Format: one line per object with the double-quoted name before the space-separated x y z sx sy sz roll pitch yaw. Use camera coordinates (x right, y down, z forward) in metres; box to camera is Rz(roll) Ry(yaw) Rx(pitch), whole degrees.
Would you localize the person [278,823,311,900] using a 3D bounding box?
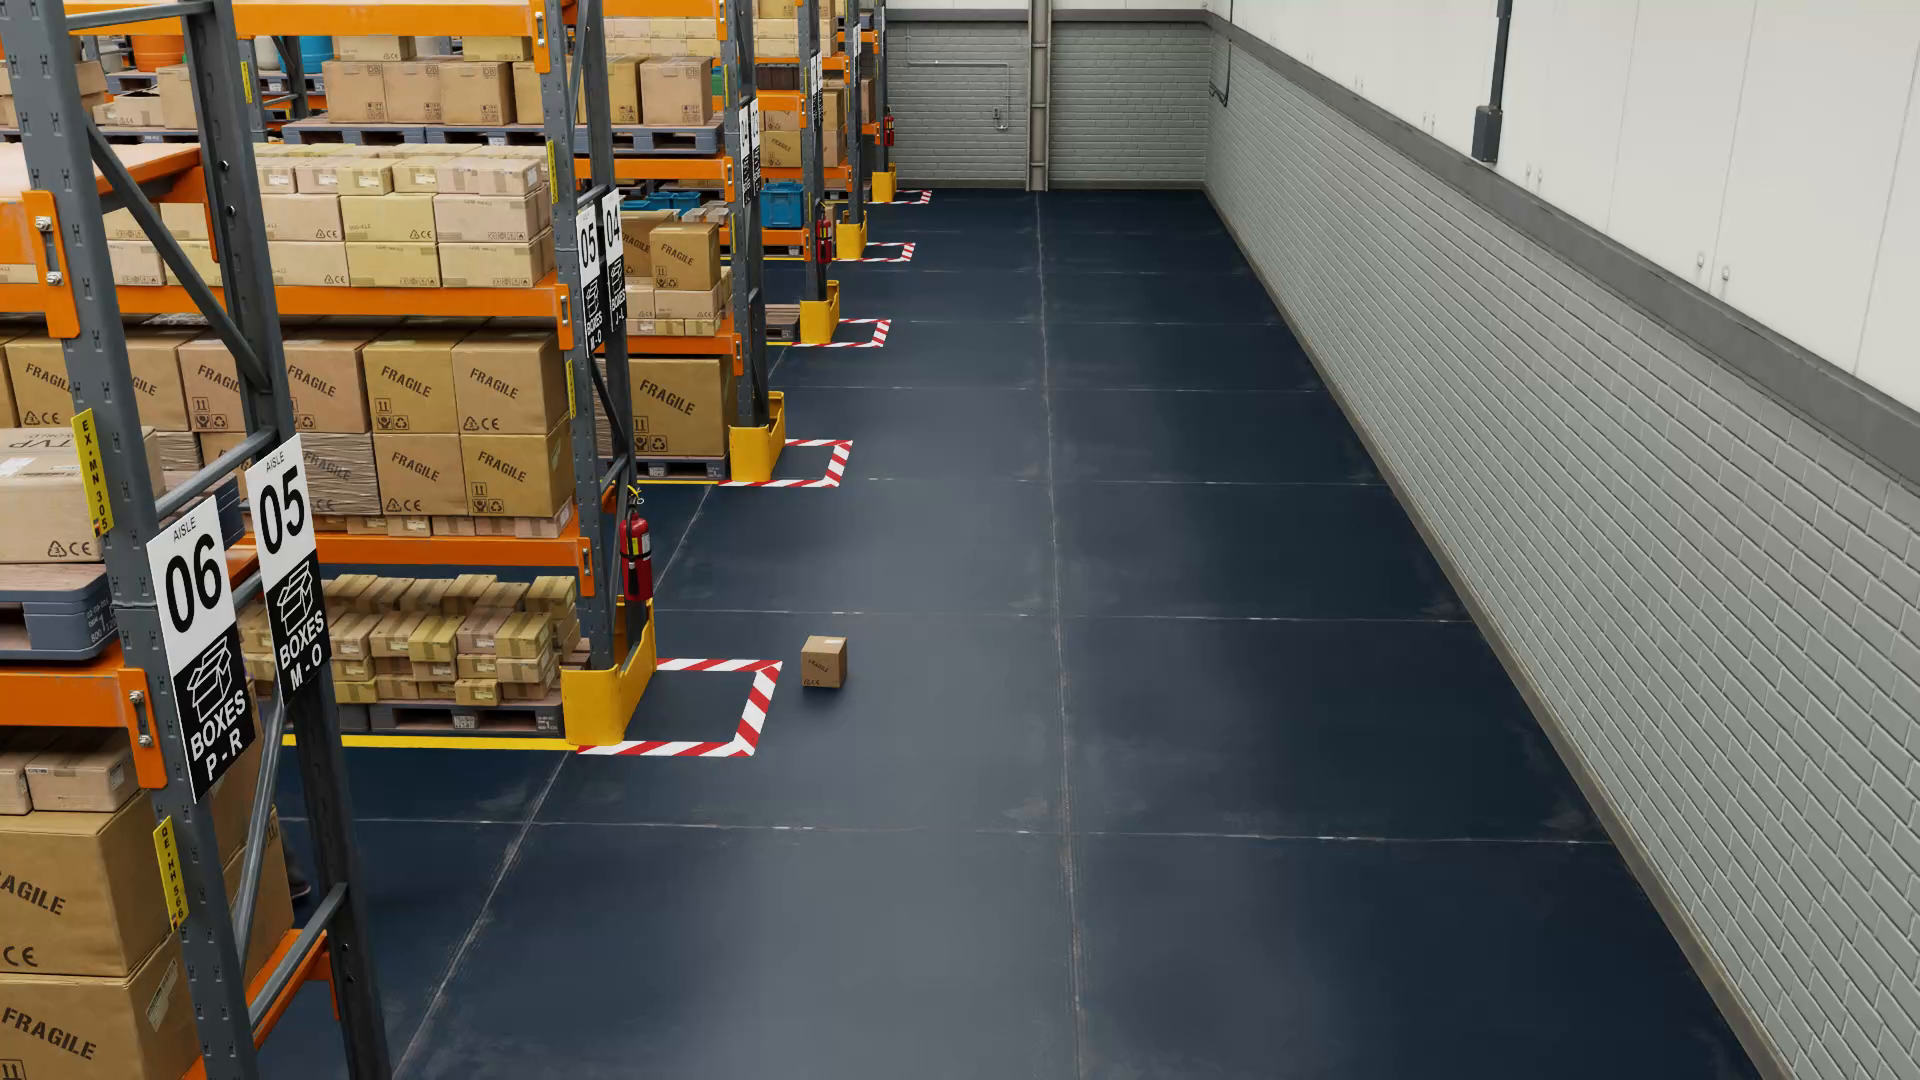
"person" -3.684 1.148 8.098 0.788 1.671 0.443 -8 22 -21
